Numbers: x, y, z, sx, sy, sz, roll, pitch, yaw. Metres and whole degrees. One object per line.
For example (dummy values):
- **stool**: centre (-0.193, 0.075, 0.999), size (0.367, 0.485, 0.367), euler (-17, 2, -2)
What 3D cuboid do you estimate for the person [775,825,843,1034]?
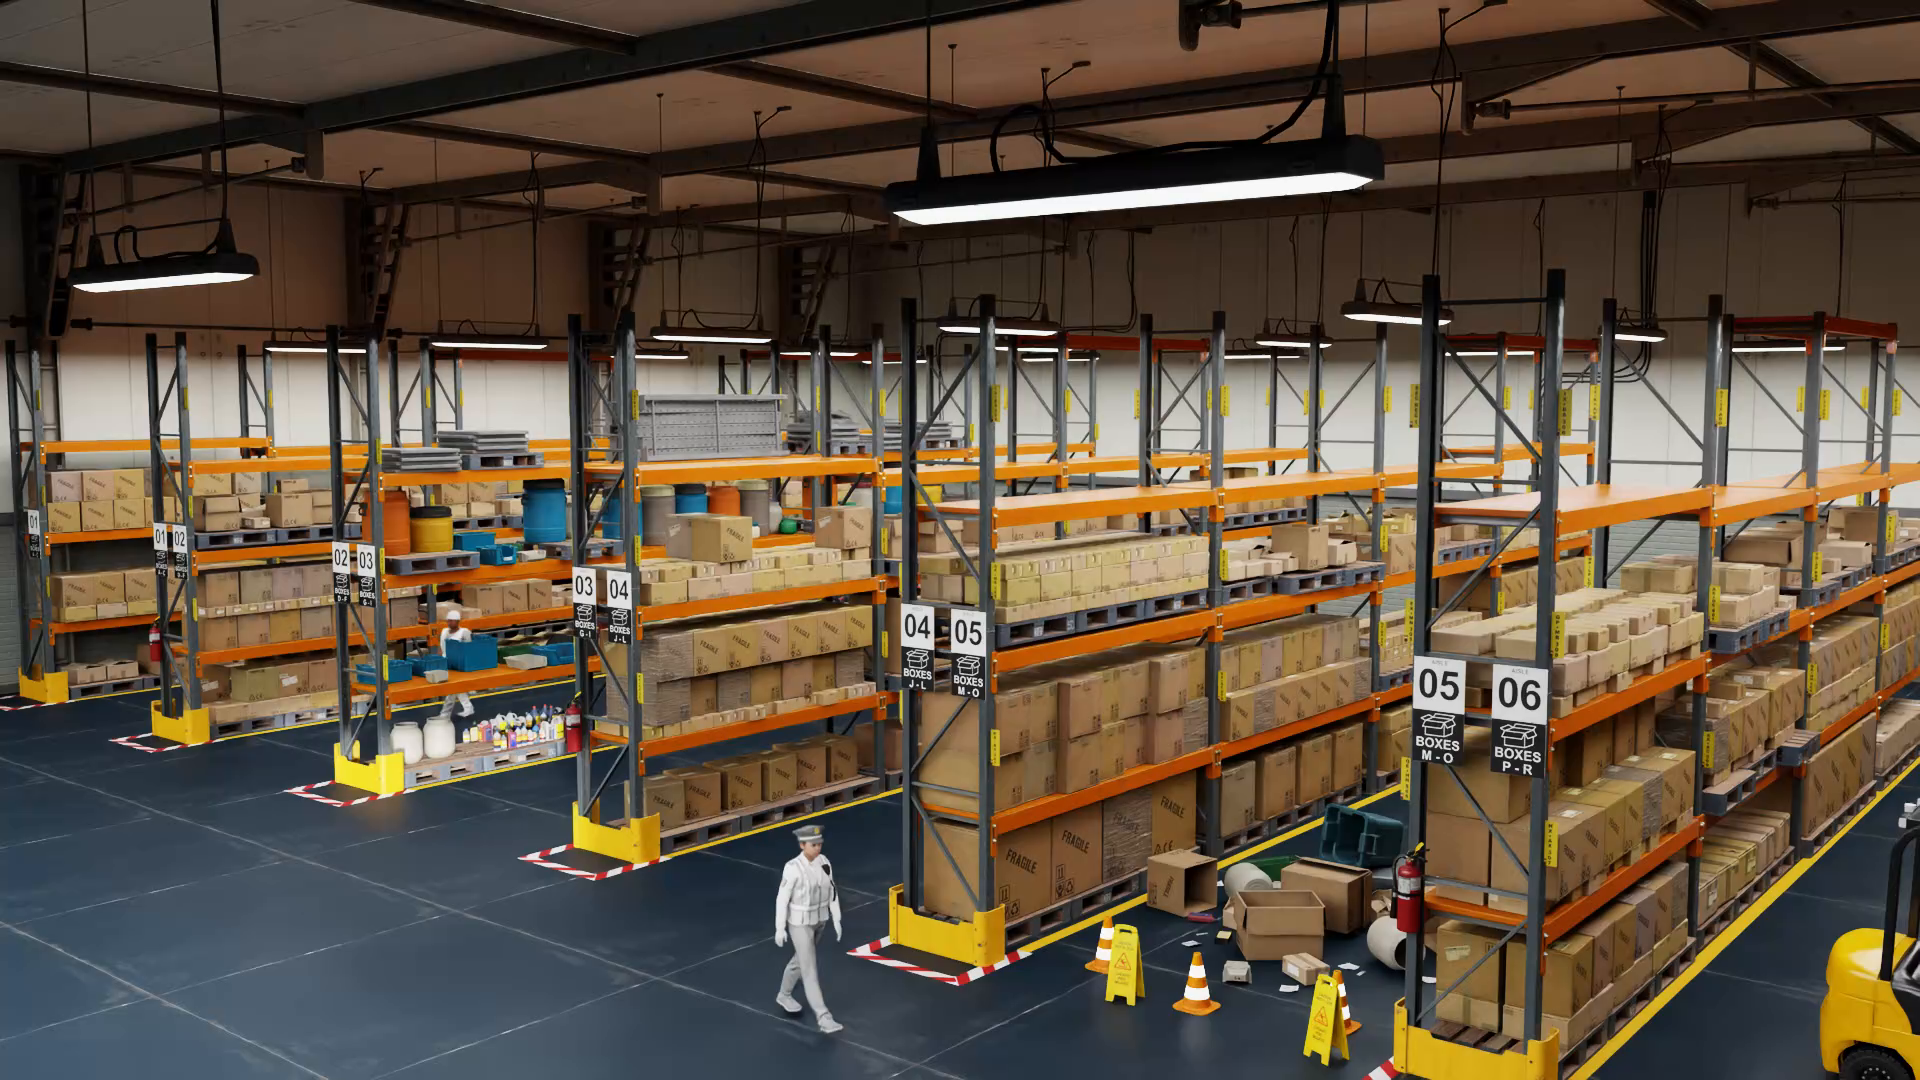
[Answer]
- **person**: centre (-1.185, 3.116, 13.510), size (0.991, 1.622, 0.522), euler (4, 7, 39)

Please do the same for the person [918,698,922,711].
- **person**: centre (-0.754, 1.986, 24.997), size (0.754, 1.601, 0.611), euler (-5, 7, -41)

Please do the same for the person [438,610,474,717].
- **person**: centre (-7.906, 1.958, 25.892), size (0.574, 1.724, 0.995), euler (2, 6, 26)
